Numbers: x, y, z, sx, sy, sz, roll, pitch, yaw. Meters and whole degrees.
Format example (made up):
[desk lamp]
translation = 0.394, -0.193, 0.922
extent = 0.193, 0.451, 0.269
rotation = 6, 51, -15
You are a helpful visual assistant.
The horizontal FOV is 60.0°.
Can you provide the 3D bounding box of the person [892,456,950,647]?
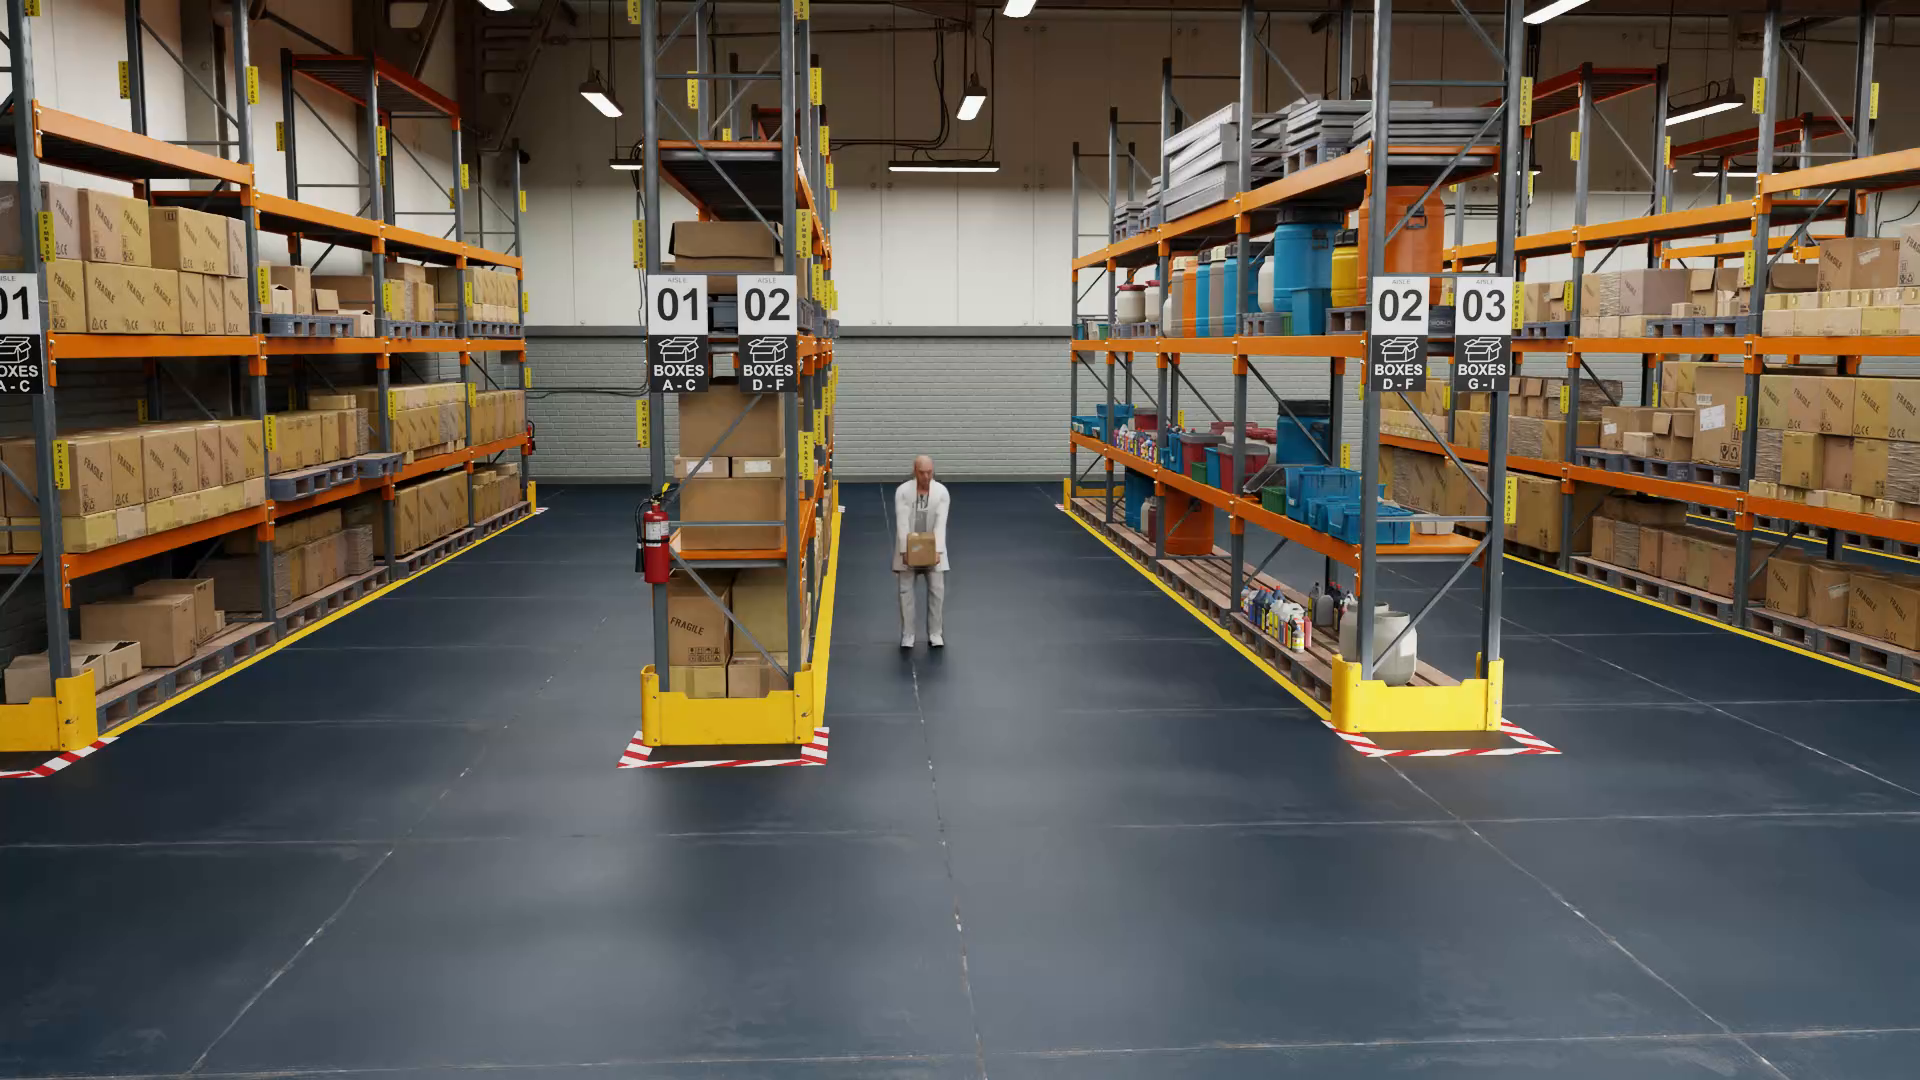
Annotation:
[person]
translation = -0.354, 0.104, 15.096
extent = 0.534, 1.742, 0.603
rotation = 0, 7, -4
